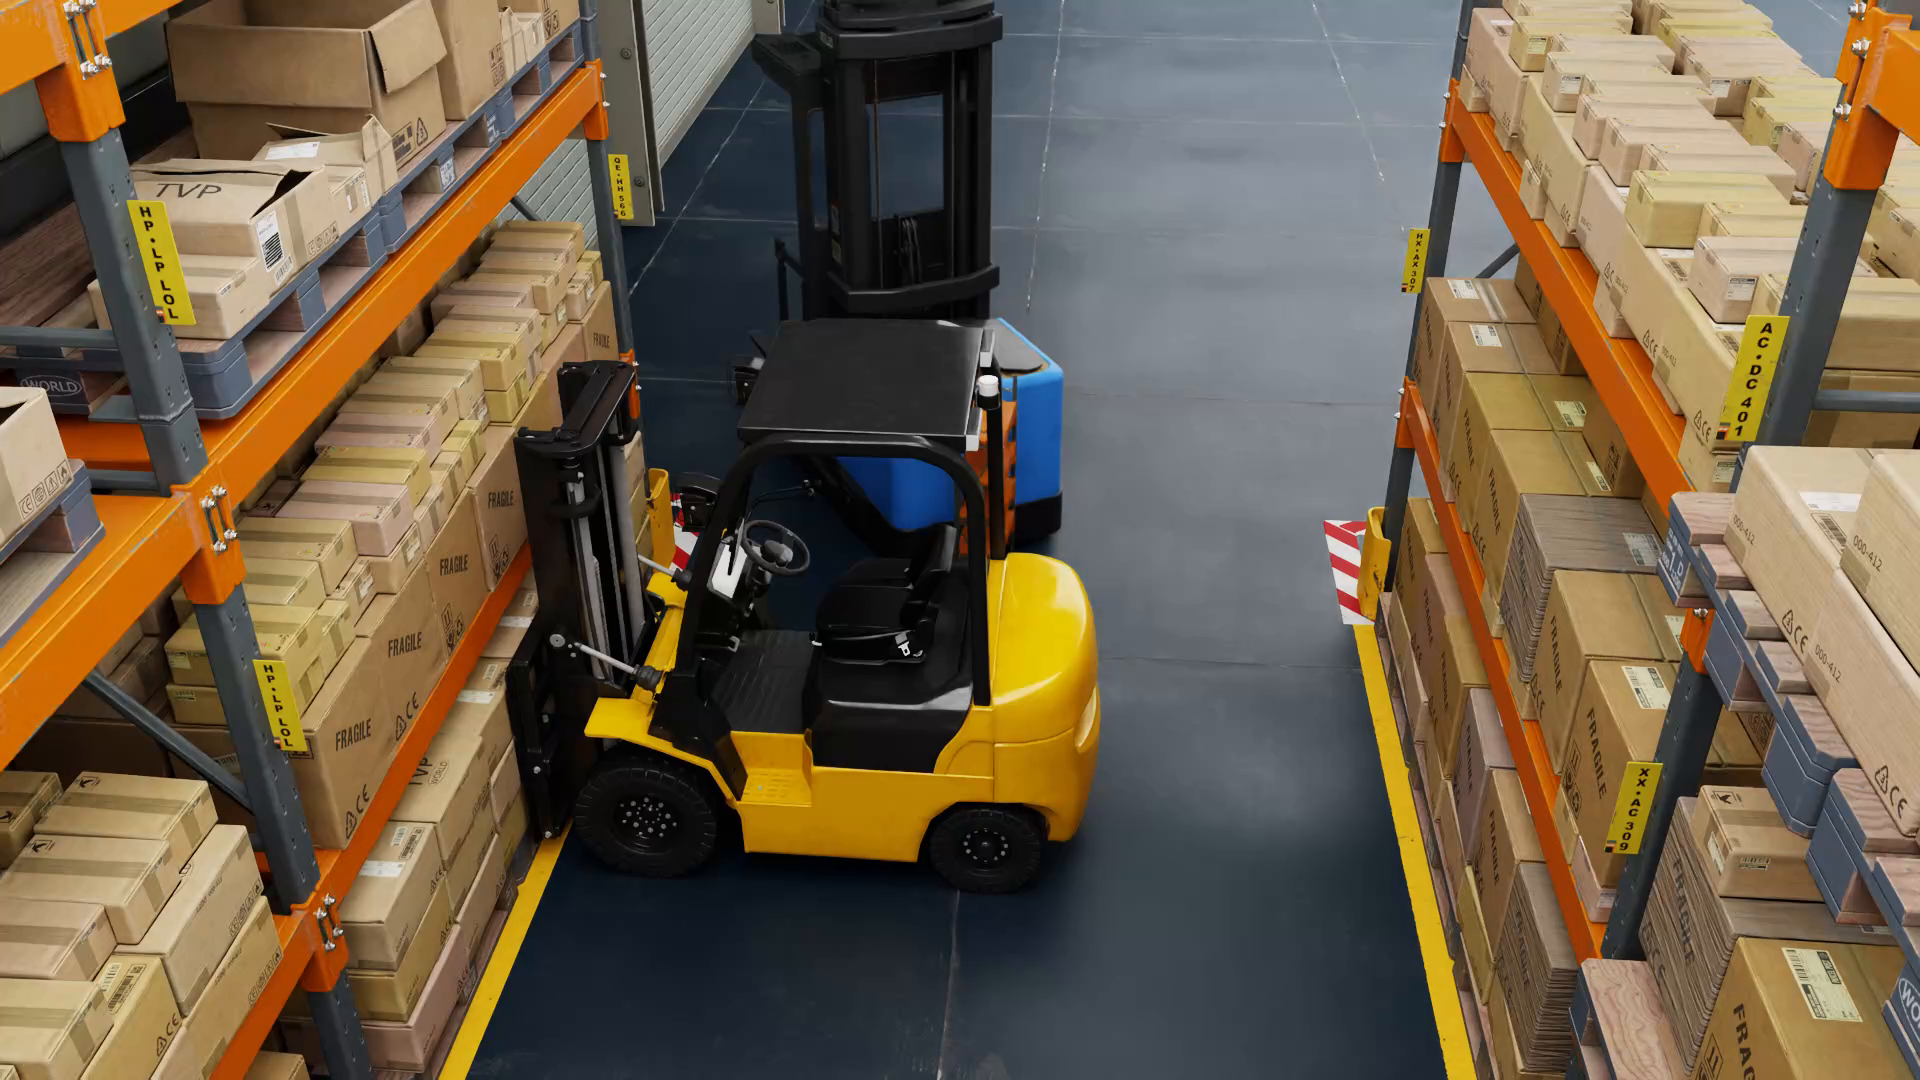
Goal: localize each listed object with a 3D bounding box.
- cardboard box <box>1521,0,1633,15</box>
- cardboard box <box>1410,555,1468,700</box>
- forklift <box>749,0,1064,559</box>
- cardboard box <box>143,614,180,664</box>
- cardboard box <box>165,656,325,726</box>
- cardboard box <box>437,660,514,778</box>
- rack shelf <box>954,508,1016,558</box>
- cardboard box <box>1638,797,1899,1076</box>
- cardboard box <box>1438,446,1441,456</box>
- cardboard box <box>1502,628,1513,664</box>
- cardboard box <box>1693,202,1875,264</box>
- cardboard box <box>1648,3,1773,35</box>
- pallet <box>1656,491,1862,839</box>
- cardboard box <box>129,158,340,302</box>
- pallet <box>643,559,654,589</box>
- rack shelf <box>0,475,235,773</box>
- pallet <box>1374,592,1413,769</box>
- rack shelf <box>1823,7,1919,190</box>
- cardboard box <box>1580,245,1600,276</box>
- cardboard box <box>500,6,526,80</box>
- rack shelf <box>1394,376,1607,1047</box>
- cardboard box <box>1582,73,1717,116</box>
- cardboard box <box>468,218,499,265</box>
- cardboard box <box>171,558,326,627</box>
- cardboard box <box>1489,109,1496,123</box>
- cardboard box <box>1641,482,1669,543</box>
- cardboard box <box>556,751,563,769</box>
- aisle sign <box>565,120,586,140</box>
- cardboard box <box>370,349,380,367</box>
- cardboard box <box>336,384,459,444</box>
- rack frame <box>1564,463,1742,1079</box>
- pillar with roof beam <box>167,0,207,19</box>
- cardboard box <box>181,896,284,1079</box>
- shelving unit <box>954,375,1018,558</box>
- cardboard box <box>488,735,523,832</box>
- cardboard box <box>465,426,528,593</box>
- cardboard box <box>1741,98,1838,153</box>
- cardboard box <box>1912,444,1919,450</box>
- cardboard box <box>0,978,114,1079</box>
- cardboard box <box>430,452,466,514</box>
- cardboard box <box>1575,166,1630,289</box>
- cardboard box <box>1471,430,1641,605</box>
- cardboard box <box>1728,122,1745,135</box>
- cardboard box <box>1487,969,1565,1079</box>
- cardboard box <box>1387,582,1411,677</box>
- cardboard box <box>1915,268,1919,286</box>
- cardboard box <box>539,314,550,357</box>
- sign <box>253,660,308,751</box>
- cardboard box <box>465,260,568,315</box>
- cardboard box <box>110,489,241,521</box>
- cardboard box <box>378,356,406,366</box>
[{"bbox_3d":[2.507,-2.155,6.788,0.380,0.149,0.250,2,32,4],"label":"cardboard box"},{"bbox_3d":[2.363,0.413,7.506,0.500,0.500,0.500,1,32,2],"label":"cardboard box"},{"bbox_3d":[-0.503,-1.848,9.735,1.130,2.935,3.031,-14,34,-21],"label":"forklift"},{"bbox_3d":[-2.773,0.296,5.477,0.380,0.149,0.250,2,32,3],"label":"cardboard box"},{"bbox_3d":[-2.241,0.452,5.224,0.380,0.149,0.250,2,32,3],"label":"cardboard box"},{"bbox_3d":[-2.096,0.725,6.762,0.500,0.250,0.500,3,32,6],"label":"cardboard box"},{"bbox_3d":[0.136,0.002,8.889,0.258,0.148,0.480,5,32,9],"label":"rack shelf"},{"bbox_3d":[2.095,1.021,4.235,0.500,0.500,0.500,3,32,5],"label":"cardboard box"},{"bbox_3d":[2.401,-0.412,7.578,0.380,0.149,0.250,1,32,2],"label":"cardboard box"},{"bbox_3d":[2.271,0.398,6.264,0.380,0.149,0.250,2,32,3],"label":"cardboard box"},{"bbox_3d":[2.282,-0.820,4.621,0.380,0.149,0.250,3,32,5],"label":"cardboard box"},{"bbox_3d":[2.949,-2.008,6.549,0.380,0.149,0.250,2,32,3],"label":"cardboard box"},{"bbox_3d":[2.262,0.258,3.573,1.213,0.211,1.003,2,32,4],"label":"pallet"},{"bbox_3d":[-2.218,-0.959,4.957,0.500,0.311,0.500,3,32,5],"label":"cardboard box"},{"bbox_3d":[-2.224,0.424,8.642,1.003,0.211,1.213,2,32,4],"label":"pallet"},{"bbox_3d":[-2.692,1.001,2.873,1.077,0.370,4.000,2,32,4],"label":"rack shelf"},{"bbox_3d":[2.637,0.695,8.201,1.003,0.211,1.213,2,32,4],"label":"pallet"},{"bbox_3d":[2.256,0.105,1.850,1.077,0.370,4.000,2,32,4],"label":"rack shelf"},{"bbox_3d":[2.361,-1.016,5.700,0.380,0.149,0.250,2,32,4],"label":"cardboard box"},{"bbox_3d":[-1.989,-2.027,6.735,0.396,0.266,0.258,3,32,4],"label":"cardboard box"},{"bbox_3d":[2.581,0.397,6.713,1.077,0.370,4.000,2,32,4],"label":"rack shelf"},{"bbox_3d":[2.357,-1.493,5.714,0.380,0.149,0.250,3,32,5],"label":"cardboard box"},{"bbox_3d":[-2.444,-1.444,8.017,0.380,0.149,0.250,2,32,3],"label":"cardboard box"},{"bbox_3d":[-2.294,0.186,5.373,0.380,0.149,0.250,3,32,5],"label":"cardboard box"},{"bbox_3d":[2.461,-1.824,7.012,0.380,0.149,0.250,1,32,2],"label":"cardboard box"},{"bbox_3d":[2.802,-0.207,5.675,0.700,0.500,0.500,2,32,3],"label":"cardboard box"},{"bbox_3d":[-2.046,0.879,7.465,0.500,0.250,0.500,3,32,6],"label":"cardboard box"},{"bbox_3d":[-1.905,-2.294,7.915,0.394,0.787,0.004,2,32,4],"label":"aisle sign"},{"bbox_3d":[-2.657,-0.769,6.922,0.380,0.149,0.250,2,32,3],"label":"cardboard box"},{"bbox_3d":[-2.179,-0.481,6.455,0.380,0.149,0.250,3,32,4],"label":"cardboard box"},{"bbox_3d":[2.419,1.136,4.827,1.000,3.000,0.127,2,32,4],"label":"rack frame"},{"bbox_3d":[1.132,-3.210,6.161,9.100,9.000,0.400,2,32,4],"label":"pillar with roof beam"},{"bbox_3d":[-2.309,1.265,4.762,0.500,0.250,0.500,3,32,5],"label":"cardboard box"},{"bbox_3d":[0.136,-0.224,8.750,0.258,1.200,0.503,5,32,9],"label":"shelving unit"},{"bbox_3d":[-2.090,0.940,6.890,0.500,0.250,0.500,2,32,4],"label":"cardboard box"},{"bbox_3d":[-2.104,-0.137,6.798,0.500,0.500,0.500,3,32,4],"label":"cardboard box"},{"bbox_3d":[2.814,-1.340,5.466,0.380,0.149,0.250,3,32,5],"label":"cardboard box"},{"bbox_3d":[2.691,-0.188,4.356,0.380,0.149,0.250,2,32,3],"label":"cardboard box"},{"bbox_3d":[-2.300,1.200,4.010,0.380,0.149,0.250,2,32,2],"label":"cardboard box"},{"bbox_3d":[-2.108,-0.216,6.308,0.380,0.149,0.250,1,32,2],"label":"cardboard box"},{"bbox_3d":[2.282,-0.976,5.255,0.500,0.250,0.500,2,32,3],"label":"cardboard box"},{"bbox_3d":[2.317,-0.085,6.430,0.500,0.500,0.500,2,32,3],"label":"cardboard box"},{"bbox_3d":[2.853,-1.217,5.647,0.500,0.250,0.500,3,32,4],"label":"cardboard box"},{"bbox_3d":[2.199,1.808,5.959,0.500,0.250,0.500,4,32,6],"label":"cardboard box"},{"bbox_3d":[2.403,0.447,8.167,0.500,0.250,0.500,2,32,4],"label":"cardboard box"},{"bbox_3d":[2.762,-0.661,4.364,0.380,0.149,0.250,3,32,5],"label":"cardboard box"},{"bbox_3d":[-2.057,-0.894,7.408,0.380,0.149,0.250,2,32,4],"label":"cardboard box"},{"bbox_3d":[-1.987,0.485,4.856,0.100,0.325,0.005,2,32,4],"label":"sign"},{"bbox_3d":[-2.006,-1.146,7.534,0.380,0.149,0.250,3,32,5],"label":"cardboard box"},{"bbox_3d":[-2.776,-0.101,5.838,0.380,0.149,0.250,2,32,3],"label":"cardboard box"},{"bbox_3d":[-2.646,-0.789,7.238,0.380,0.149,0.250,3,32,4],"label":"cardboard box"}]
